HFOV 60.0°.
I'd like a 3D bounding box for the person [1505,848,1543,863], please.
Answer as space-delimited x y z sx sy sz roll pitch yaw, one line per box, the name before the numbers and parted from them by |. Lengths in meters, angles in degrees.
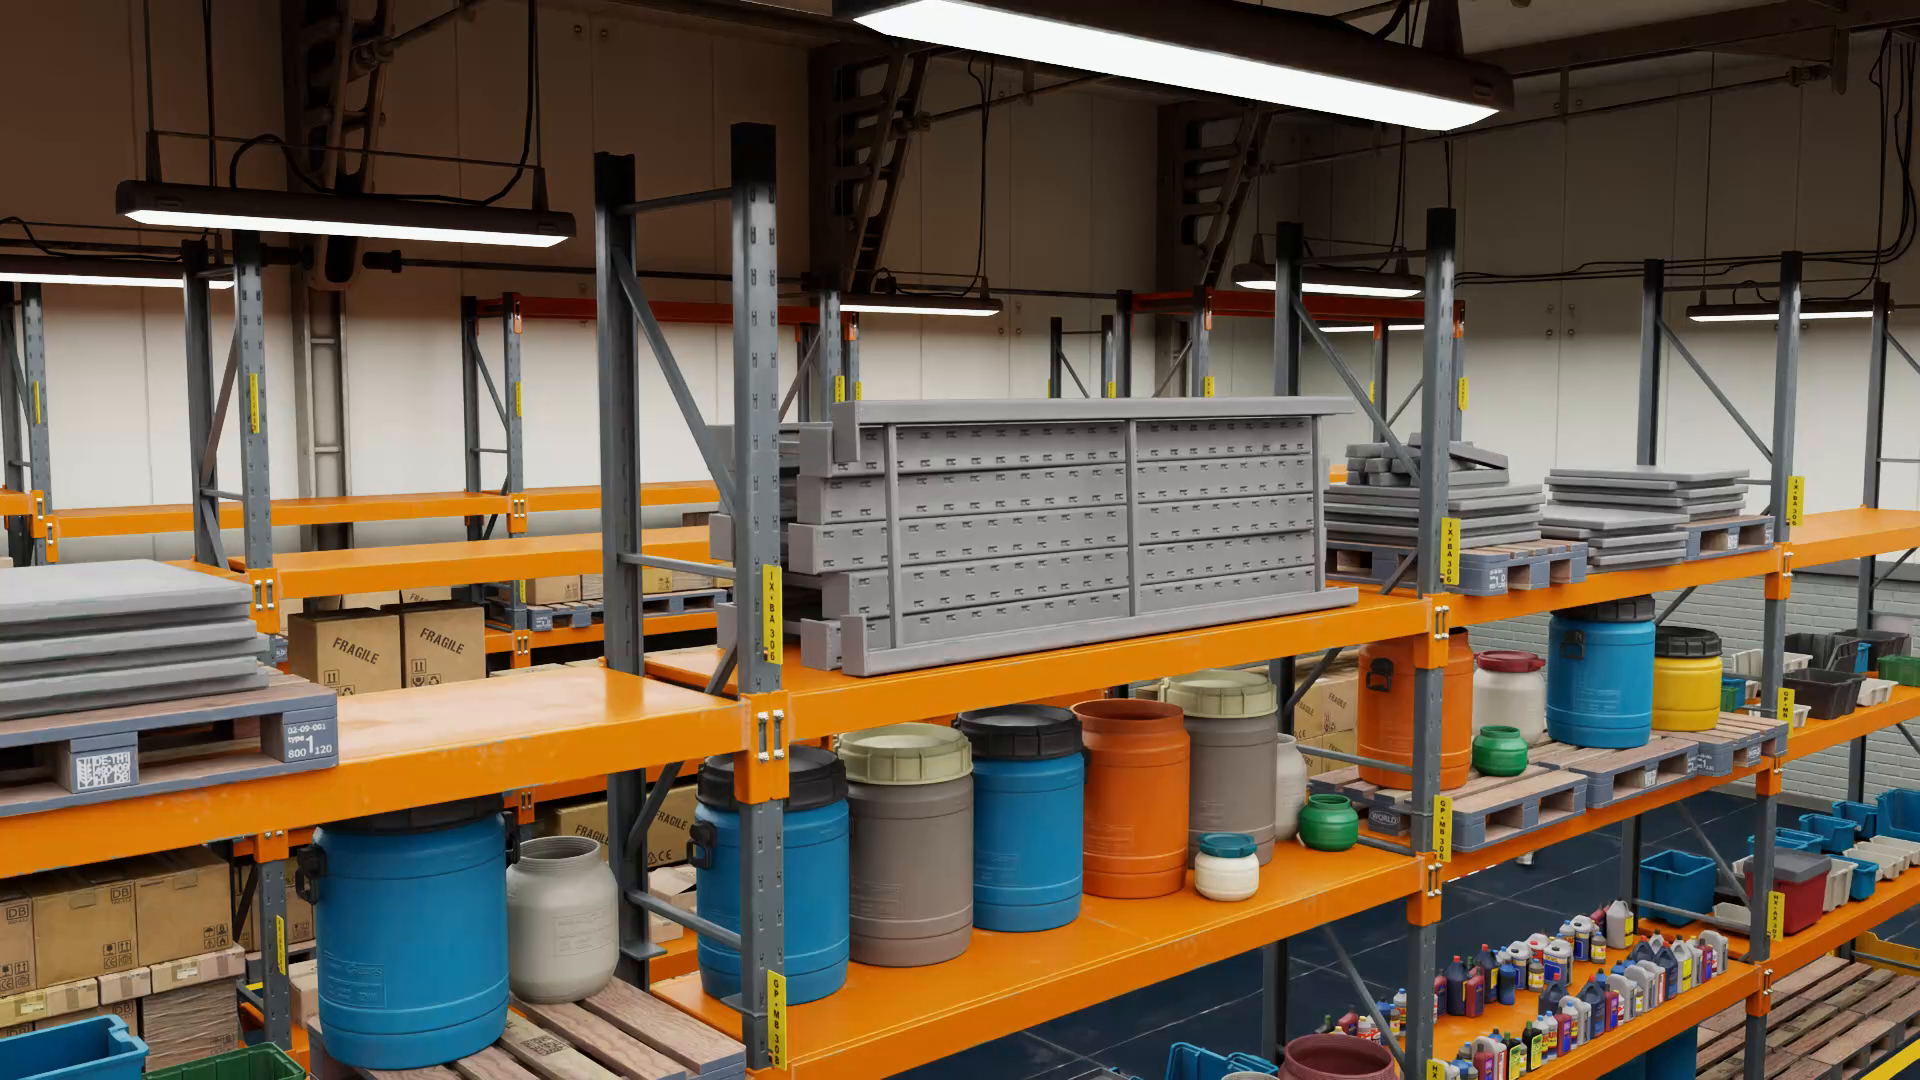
person | 6.185 2.644 17.920 0.615 1.646 0.894 4 7 35
